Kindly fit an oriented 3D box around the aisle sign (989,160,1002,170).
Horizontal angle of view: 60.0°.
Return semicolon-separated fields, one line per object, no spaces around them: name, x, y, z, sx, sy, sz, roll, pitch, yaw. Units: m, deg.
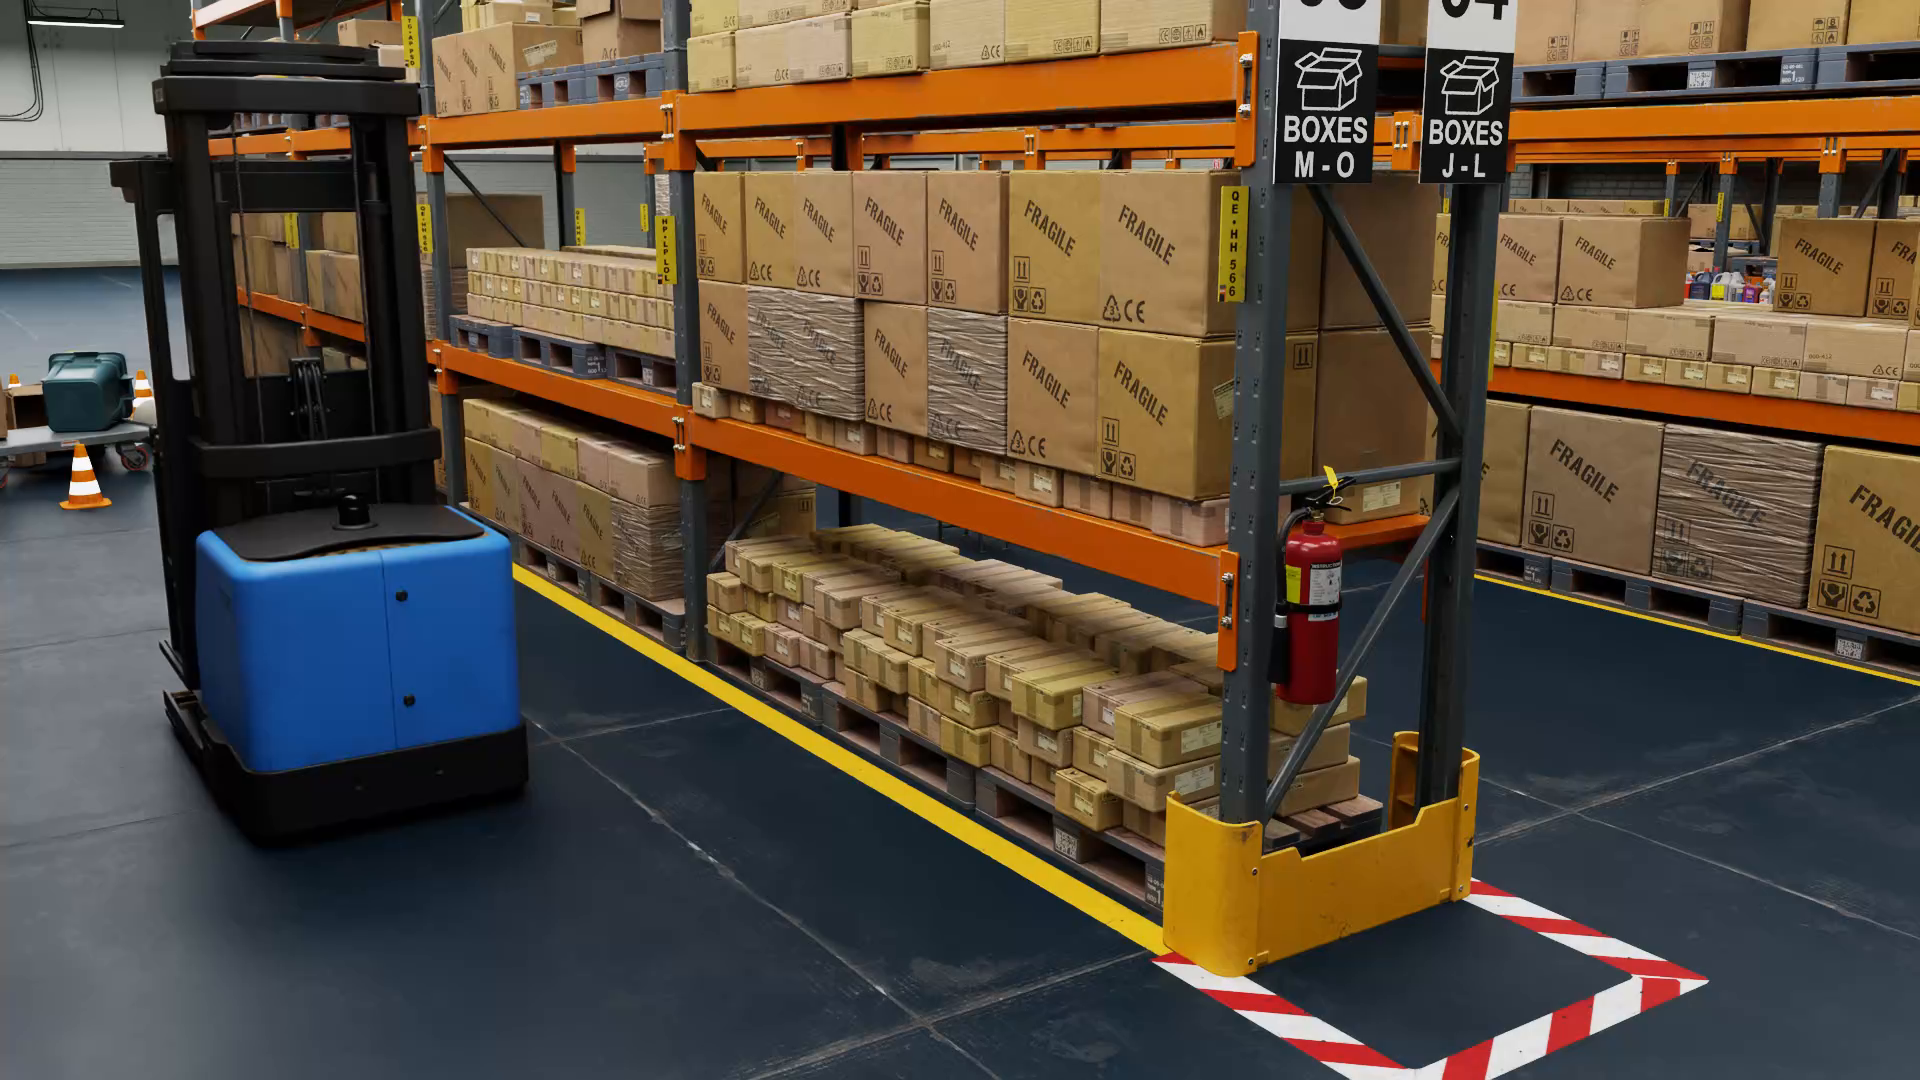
aisle sign;0.416;-5.438;23.122;0.394;0.787;0.004;-8;15;-33

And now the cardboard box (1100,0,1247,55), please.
cardboard box;0.784;-1.631;5.127;0.500;0.250;0.500;-8;15;-34

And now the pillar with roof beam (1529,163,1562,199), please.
pillar with roof beam;6.471;-7.762;25.790;9.100;9.000;0.400;-8;15;-33

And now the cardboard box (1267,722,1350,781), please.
cardboard box;1.180;0.730;5.998;0.380;0.149;0.250;-7;14;-30

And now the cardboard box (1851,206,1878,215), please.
cardboard box;12.779;-4.382;23.115;0.700;0.500;0.500;-10;16;-38

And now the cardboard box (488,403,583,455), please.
cardboard box;-2.715;-0.721;10.749;0.500;0.250;0.500;-8;15;-33

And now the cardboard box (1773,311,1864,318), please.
cardboard box;4.831;-1.129;9.157;0.500;0.250;0.500;-9;15;-35

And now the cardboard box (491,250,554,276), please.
cardboard box;-2.798;-1.788;10.729;0.380;0.149;0.250;-8;15;-33

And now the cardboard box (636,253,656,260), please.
cardboard box;-1.809;-1.722;10.426;0.380;0.149;0.250;-7;14;-30

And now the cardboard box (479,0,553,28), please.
cardboard box;-2.722;-3.263;10.214;0.396;0.266;0.258;-8;15;-33

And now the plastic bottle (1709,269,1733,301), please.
plastic bottle;6.567;-2.156;14.317;0.144;0.351;0.185;-8;15;-33

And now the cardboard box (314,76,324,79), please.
cardboard box;-5.266;-3.840;13.976;0.258;0.266;0.396;-8;15;-34

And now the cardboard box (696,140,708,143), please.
cardboard box;-2.810;-4.700;19.162;0.500;0.250;0.500;-8;15;-33

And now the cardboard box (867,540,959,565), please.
cardboard box;-0.228;0.113;8.120;0.380;0.149;0.250;-8;15;-33

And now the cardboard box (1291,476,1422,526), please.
cardboard box;1.349;-0.163;5.672;0.380;0.149;0.250;-8;15;-33

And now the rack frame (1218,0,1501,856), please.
rack frame;1.256;-0.189;5.205;1.000;3.000;0.127;-8;15;-33

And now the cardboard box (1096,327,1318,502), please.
cardboard box;0.793;-0.433;5.388;0.500;0.500;0.500;-8;15;-32

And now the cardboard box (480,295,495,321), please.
cardboard box;-2.948;-1.543;11.001;0.380;0.149;0.250;-7;14;-30

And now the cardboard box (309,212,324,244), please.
cardboard box;-5.568;-2.994;15.151;0.875;0.550;0.550;-8;15;-33

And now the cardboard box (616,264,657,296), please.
cardboard box;-1.636;-1.416;9.026;0.380;0.149;0.250;-9;15;-35

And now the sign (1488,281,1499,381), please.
sign;1.708;-0.676;5.406;0.100;0.325;0.005;-8;15;-33

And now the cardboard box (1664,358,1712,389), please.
cardboard box;4.123;-0.932;9.189;0.380;0.149;0.250;-8;15;-32

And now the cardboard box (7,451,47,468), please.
cardboard box;-8.122;-0.783;14.319;0.396;0.266;0.258;4;13;16

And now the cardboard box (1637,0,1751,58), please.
cardboard box;4.174;-2.900;9.128;0.700;0.500;0.500;-7;14;-30

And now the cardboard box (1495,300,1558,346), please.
cardboard box;3.539;-1.338;10.113;0.500;0.250;0.500;-8;15;-33

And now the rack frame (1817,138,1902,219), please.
rack frame;7.348;-2.056;13.741;1.000;3.000;0.127;-8;15;-33

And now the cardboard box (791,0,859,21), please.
cardboard box;-0.354;-2.242;6.754;0.500;0.250;0.500;-8;15;-32

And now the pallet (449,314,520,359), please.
pallet;-2.693;-1.404;11.209;1.213;0.211;1.003;-8;15;-33

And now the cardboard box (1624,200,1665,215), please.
cardboard box;10.644;-5.001;25.760;0.500;0.500;0.500;-8;15;-33

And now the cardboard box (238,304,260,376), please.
cardboard box;-7.178;-2.089;17.883;0.875;0.875;0.875;-8;15;-32

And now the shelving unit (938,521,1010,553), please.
shelving unit;0.092;-0.557;11.099;0.258;1.200;0.503;-8;15;-33

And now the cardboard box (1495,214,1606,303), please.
cardboard box;3.544;-1.704;10.032;0.500;0.500;0.500;-8;15;-33

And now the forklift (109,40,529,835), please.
forklift;-2.948;-0.604;7.261;1.130;2.935;3.031;-8;15;-32

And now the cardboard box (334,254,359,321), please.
cardboard box;-4.770;-2.068;13.561;0.500;0.500;0.500;-8;15;-33

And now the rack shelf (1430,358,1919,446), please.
rack shelf;4.333;-0.762;9.510;1.077;0.370;4.000;-8;15;-33

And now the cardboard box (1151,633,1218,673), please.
cardboard box;0.963;0.480;6.444;0.380;0.149;0.250;-8;15;-33

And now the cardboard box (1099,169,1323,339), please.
cardboard box;0.795;-0.924;5.293;0.500;0.500;0.500;-8;15;-34

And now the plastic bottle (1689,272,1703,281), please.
plastic bottle;6.767;-2.328;15.278;0.152;0.276;0.135;-8;15;-33

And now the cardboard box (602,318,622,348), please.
cardboard box;-1.764;-1.165;9.274;0.380;0.149;0.250;-9;15;-36

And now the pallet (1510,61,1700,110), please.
pallet;3.670;-2.745;10.078;1.003;0.211;1.213;-8;15;-33

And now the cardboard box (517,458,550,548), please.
cardboard box;-2.427;-0.260;10.398;0.500;0.500;0.500;-9;15;-34

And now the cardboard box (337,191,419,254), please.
cardboard box;-4.826;-2.682;14.028;0.700;0.500;0.500;-8;15;-34

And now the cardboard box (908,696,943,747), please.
cardboard box;0.014;0.707;6.796;0.380;0.149;0.250;-8;15;-32

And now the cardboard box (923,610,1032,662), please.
cardboard box;0.072;0.407;6.779;0.380;0.149;0.250;-9;15;-35

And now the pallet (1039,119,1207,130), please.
pallet;1.410;-3.446;13.518;1.213;0.211;1.003;-7;14;-30

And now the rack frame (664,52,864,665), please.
rack frame;-0.960;-0.900;8.458;1.000;3.000;0.127;-8;15;-33

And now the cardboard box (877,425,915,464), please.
cardboard box;-0.118;-0.418;6.839;0.380;0.149;0.250;-7;14;-31

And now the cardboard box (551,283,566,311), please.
cardboard box;-2.208;-1.453;9.895;0.380;0.149;0.250;-7;14;-31

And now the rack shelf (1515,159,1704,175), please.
rack shelf;10.055;-6.121;26.992;1.077;0.370;4.000;-8;15;-33

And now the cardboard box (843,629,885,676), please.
cardboard box;-0.279;0.470;7.185;0.380;0.149;0.250;-8;15;-33

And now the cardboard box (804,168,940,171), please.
cardboard box;-0.884;-3.233;16.735;1.000;1.000;1.000;-8;15;-32

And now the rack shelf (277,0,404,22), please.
rack shelf;-4.284;-4.351;12.816;1.077;0.370;4.000;-8;15;-33

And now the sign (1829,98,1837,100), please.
sign;6.889;-3.461;13.123;0.100;0.325;0.005;-8;15;-33

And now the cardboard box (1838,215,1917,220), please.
cardboard box;10.048;-3.323;18.318;0.700;0.500;0.500;-5;13;-22

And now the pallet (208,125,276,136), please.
pallet;-7.189;-4.326;17.308;1.003;0.211;1.213;-8;15;-33
